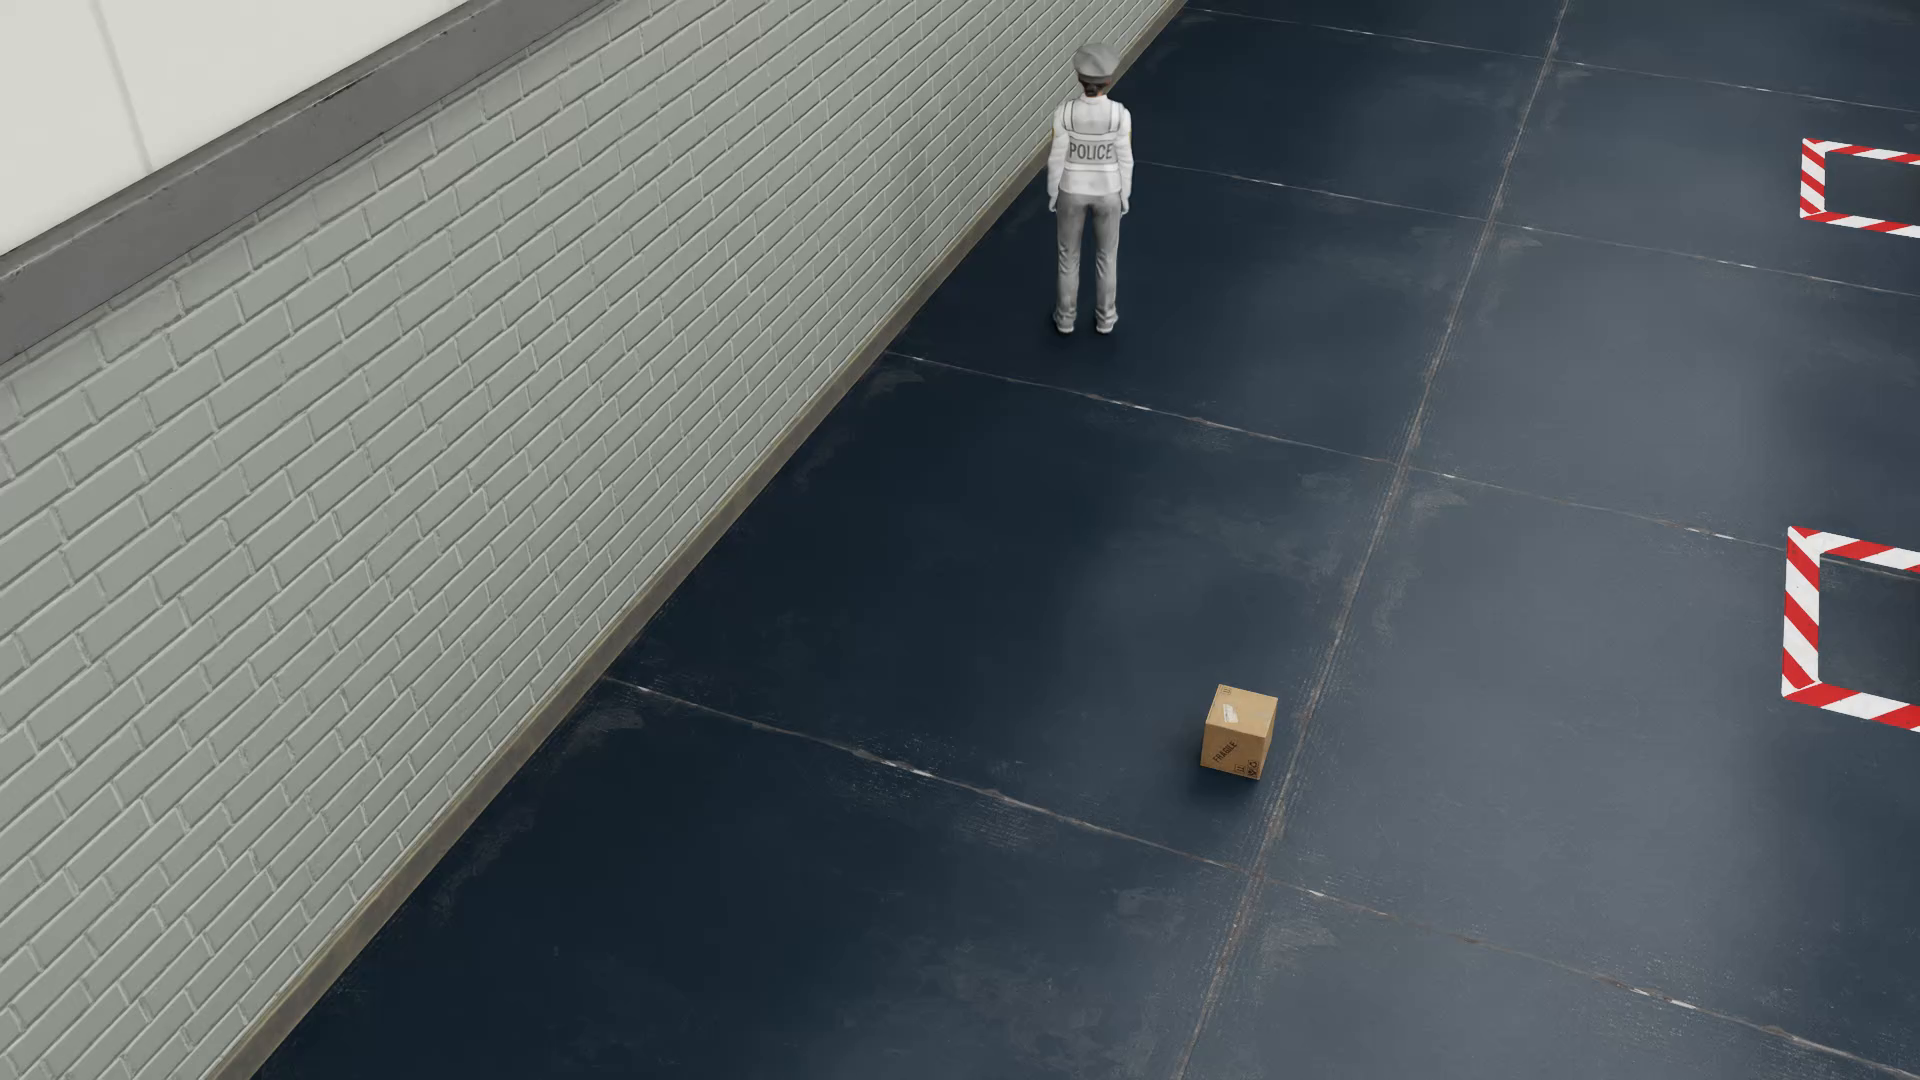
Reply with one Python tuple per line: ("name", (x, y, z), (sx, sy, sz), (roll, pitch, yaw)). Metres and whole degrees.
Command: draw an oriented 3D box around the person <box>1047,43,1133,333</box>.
("person", (0.720, -1.936, 9.291), (0.470, 1.689, 0.342), (2, 38, 3))
